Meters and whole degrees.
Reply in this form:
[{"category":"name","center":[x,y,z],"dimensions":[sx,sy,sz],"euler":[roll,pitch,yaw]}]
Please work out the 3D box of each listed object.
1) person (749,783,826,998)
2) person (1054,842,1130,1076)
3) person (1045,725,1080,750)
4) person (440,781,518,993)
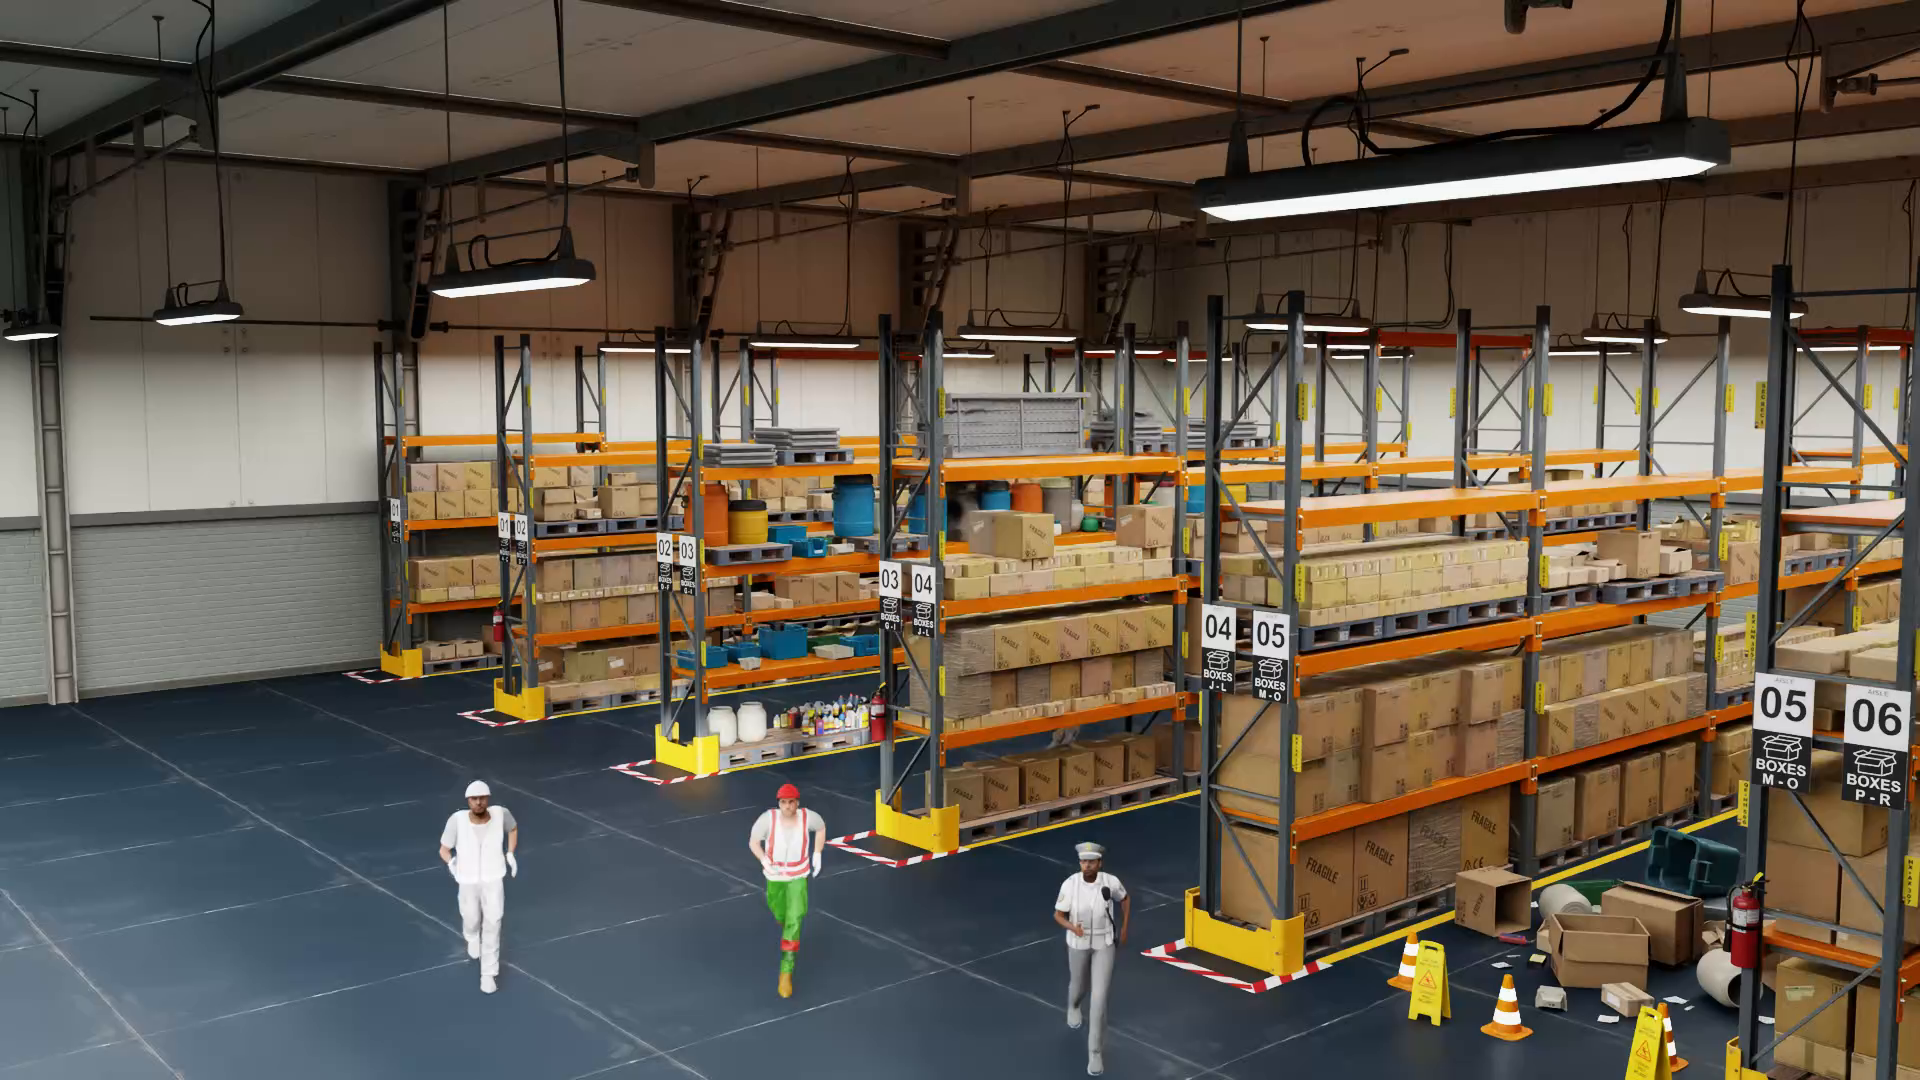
[{"category":"person","center":[-1.512,2.961,14.606],"dimensions":[0.659,1.770,1.138],"euler":[0,5,-1]},{"category":"person","center":[1.023,3.151,12.902],"dimensions":[0.587,1.719,0.915],"euler":[1,5,6]},{"category":"person","center":[1.387,1.962,22.512],"dimensions":[0.673,1.787,0.876],"euler":[5,7,41]},{"category":"person","center":[-4.194,2.951,14.538],"dimensions":[0.662,1.771,0.975],"euler":[-2,5,-16]}]
